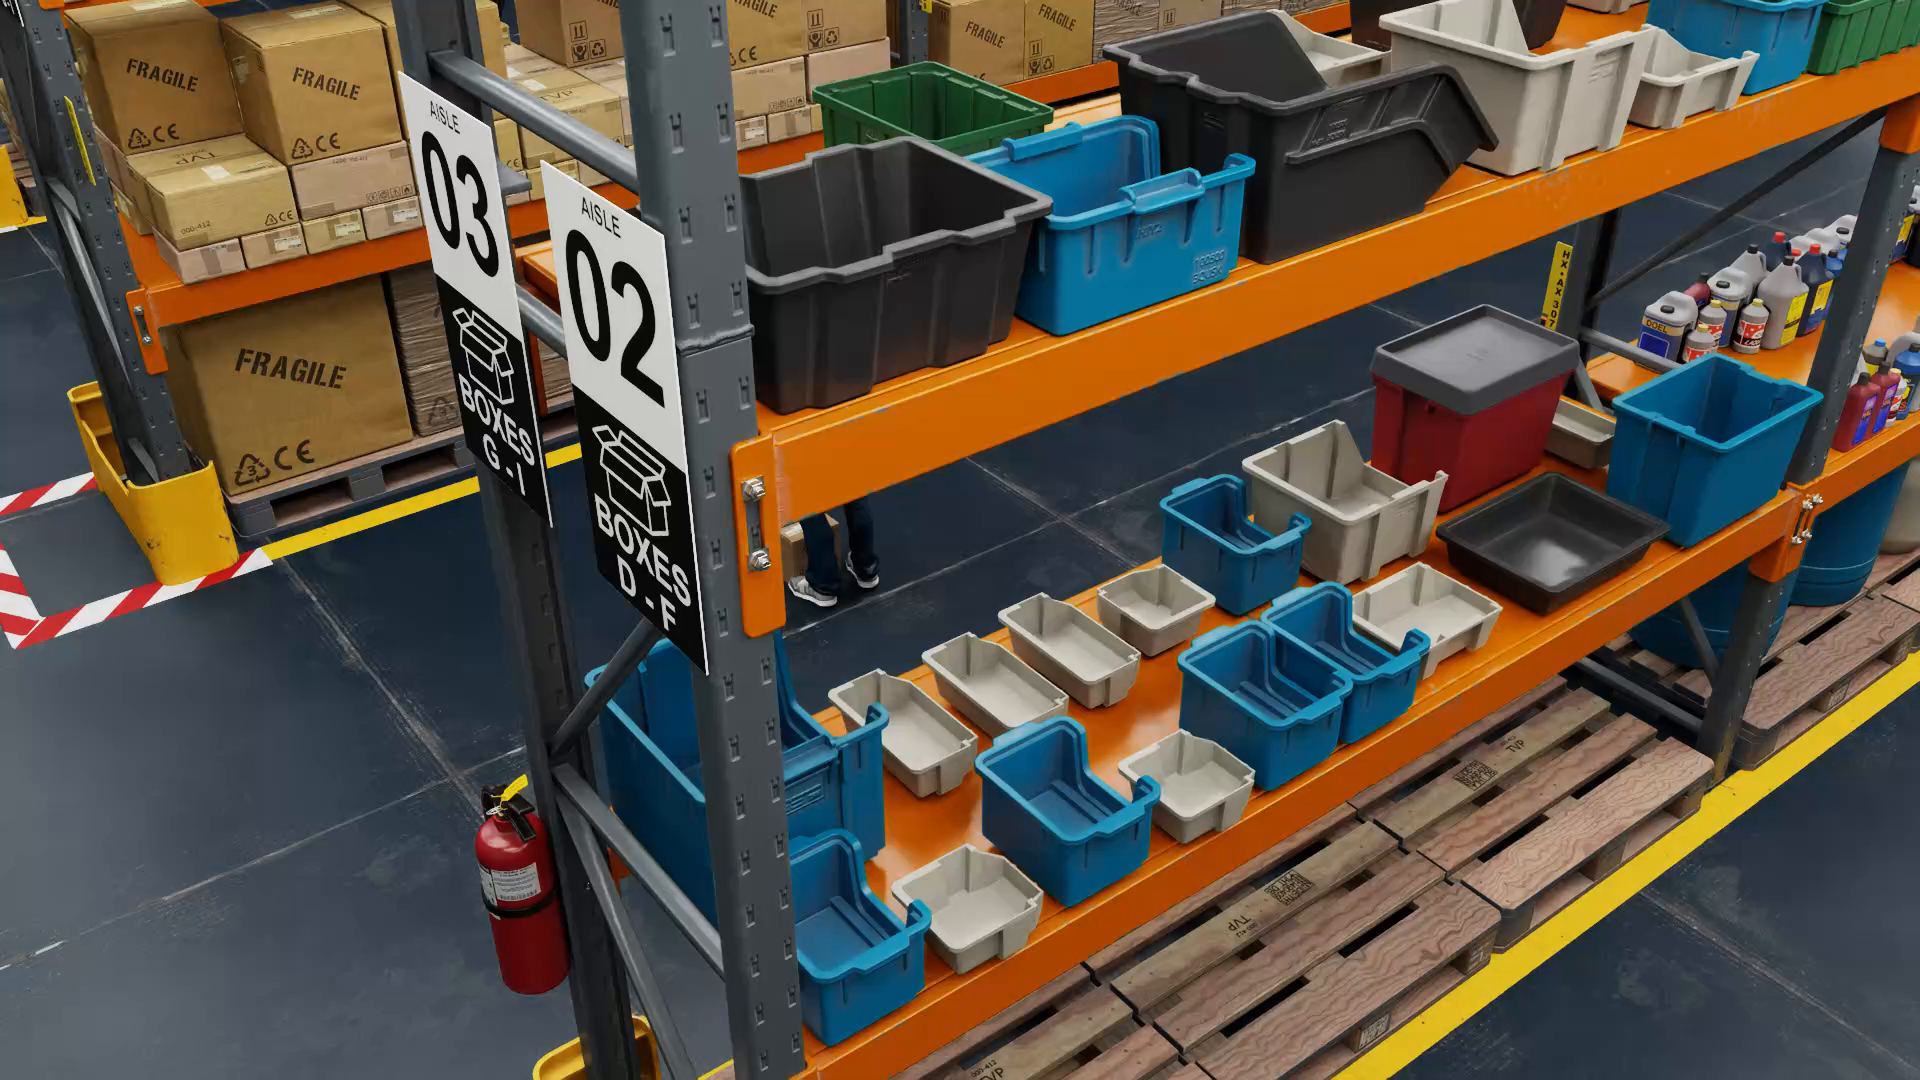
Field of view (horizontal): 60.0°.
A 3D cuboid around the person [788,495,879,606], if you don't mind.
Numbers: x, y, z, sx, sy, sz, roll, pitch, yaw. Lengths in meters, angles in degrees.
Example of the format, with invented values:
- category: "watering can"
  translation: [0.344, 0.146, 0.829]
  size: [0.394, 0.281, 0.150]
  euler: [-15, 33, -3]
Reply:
- category: "person"
  translation: [-0.551, -0.447, 6.847]
  size: [0.469, 1.591, 0.350]
  euler: [-23, 39, -32]
